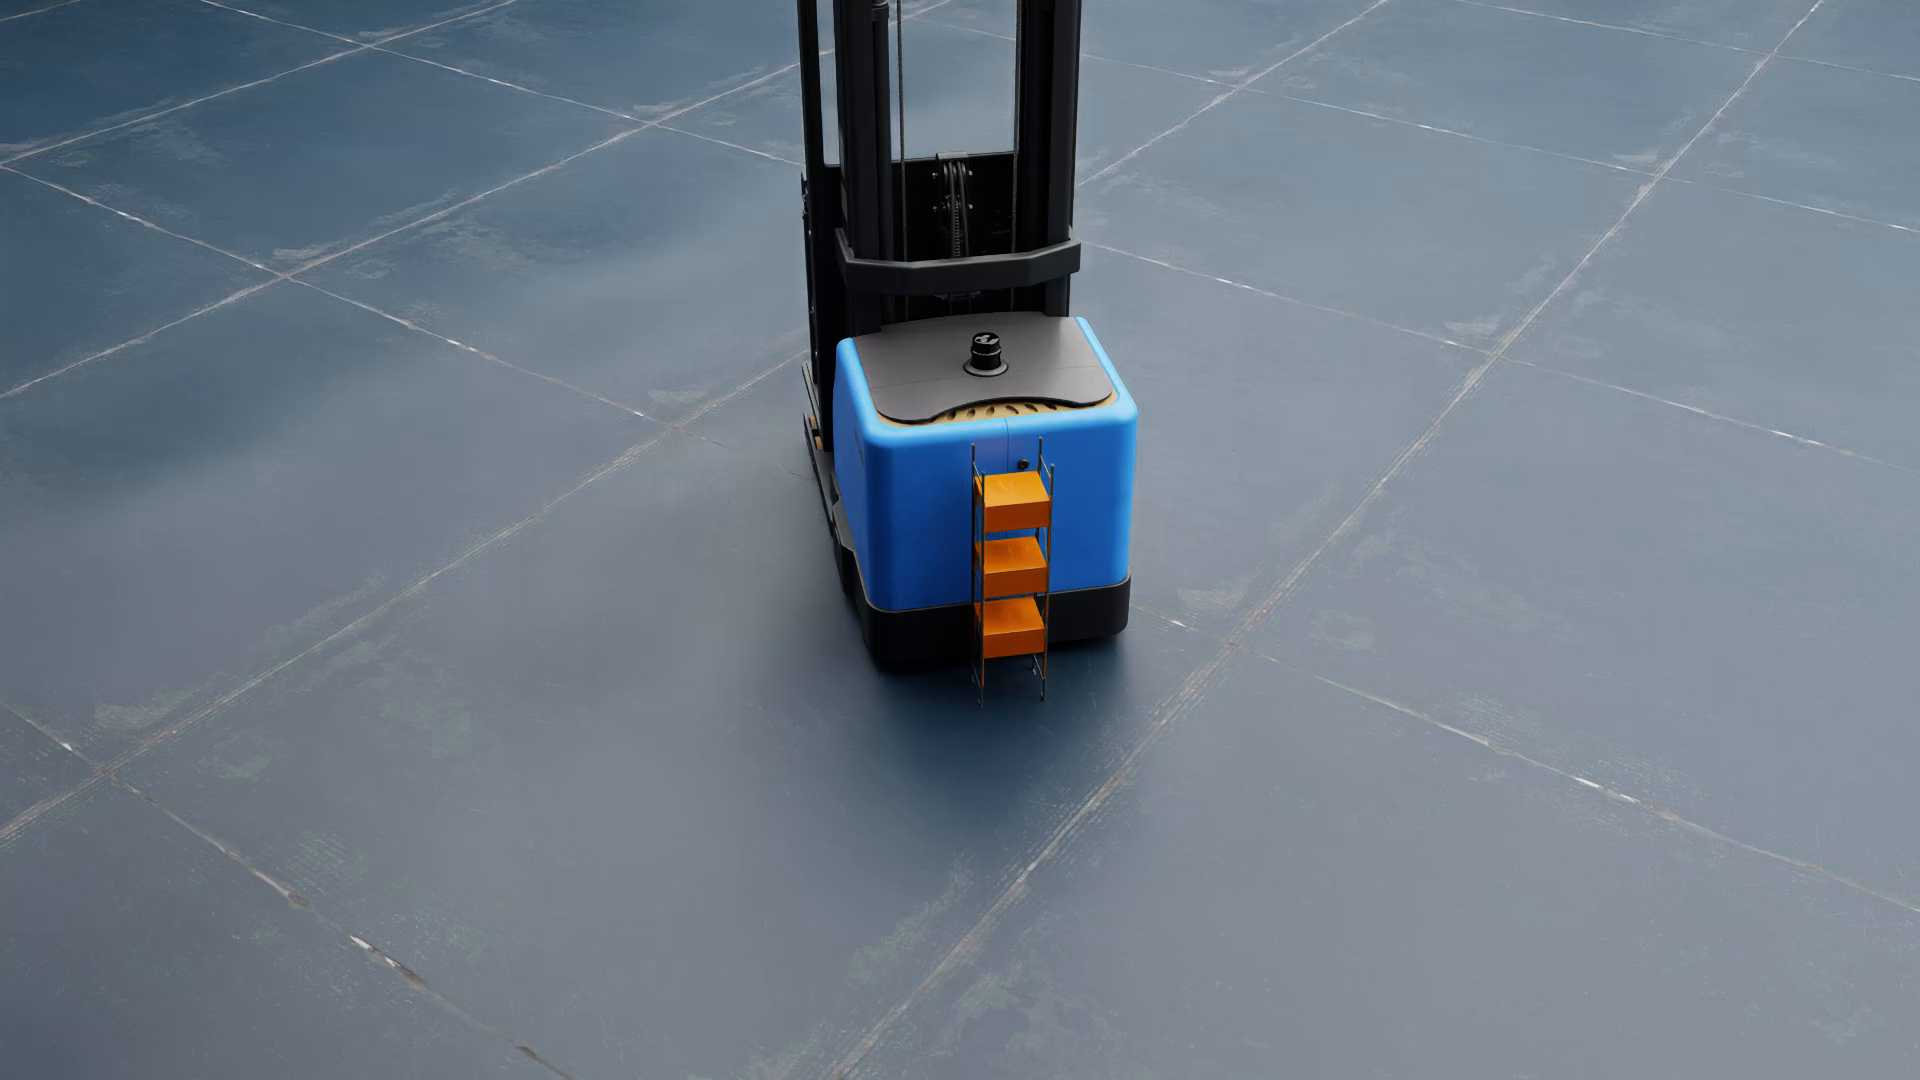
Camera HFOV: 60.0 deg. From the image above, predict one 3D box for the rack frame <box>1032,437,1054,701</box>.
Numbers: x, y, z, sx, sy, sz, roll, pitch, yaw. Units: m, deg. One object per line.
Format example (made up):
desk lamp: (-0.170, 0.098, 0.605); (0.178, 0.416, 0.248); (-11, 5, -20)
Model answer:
rack frame: (0.303, 0.123, 6.130); (0.008, 1.050, 0.200); (-6, 35, -9)

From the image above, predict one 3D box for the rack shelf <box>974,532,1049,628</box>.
rack shelf: (0.183, 0.145, 6.118); (0.240, 0.259, 0.215); (-6, 35, -9)

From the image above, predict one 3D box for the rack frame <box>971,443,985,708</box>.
rack frame: (0.063, 0.149, 6.093); (0.008, 1.050, 0.200); (-6, 35, -9)

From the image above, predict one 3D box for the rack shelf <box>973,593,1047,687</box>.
rack shelf: (0.183, 0.375, 6.273); (0.240, 0.259, 0.215); (-6, 35, -9)

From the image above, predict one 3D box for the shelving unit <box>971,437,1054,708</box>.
shelving unit: (0.183, 0.136, 6.112); (0.252, 1.050, 0.215); (-6, 35, -9)

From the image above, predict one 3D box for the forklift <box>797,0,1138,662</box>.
forklift: (-0.125, -1.560, 6.941); (1.130, 2.935, 3.031); (-6, 35, -9)

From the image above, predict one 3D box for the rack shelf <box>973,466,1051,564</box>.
rack shelf: (0.183, -0.090, 5.959); (0.240, 0.259, 0.215); (-6, 35, -9)
